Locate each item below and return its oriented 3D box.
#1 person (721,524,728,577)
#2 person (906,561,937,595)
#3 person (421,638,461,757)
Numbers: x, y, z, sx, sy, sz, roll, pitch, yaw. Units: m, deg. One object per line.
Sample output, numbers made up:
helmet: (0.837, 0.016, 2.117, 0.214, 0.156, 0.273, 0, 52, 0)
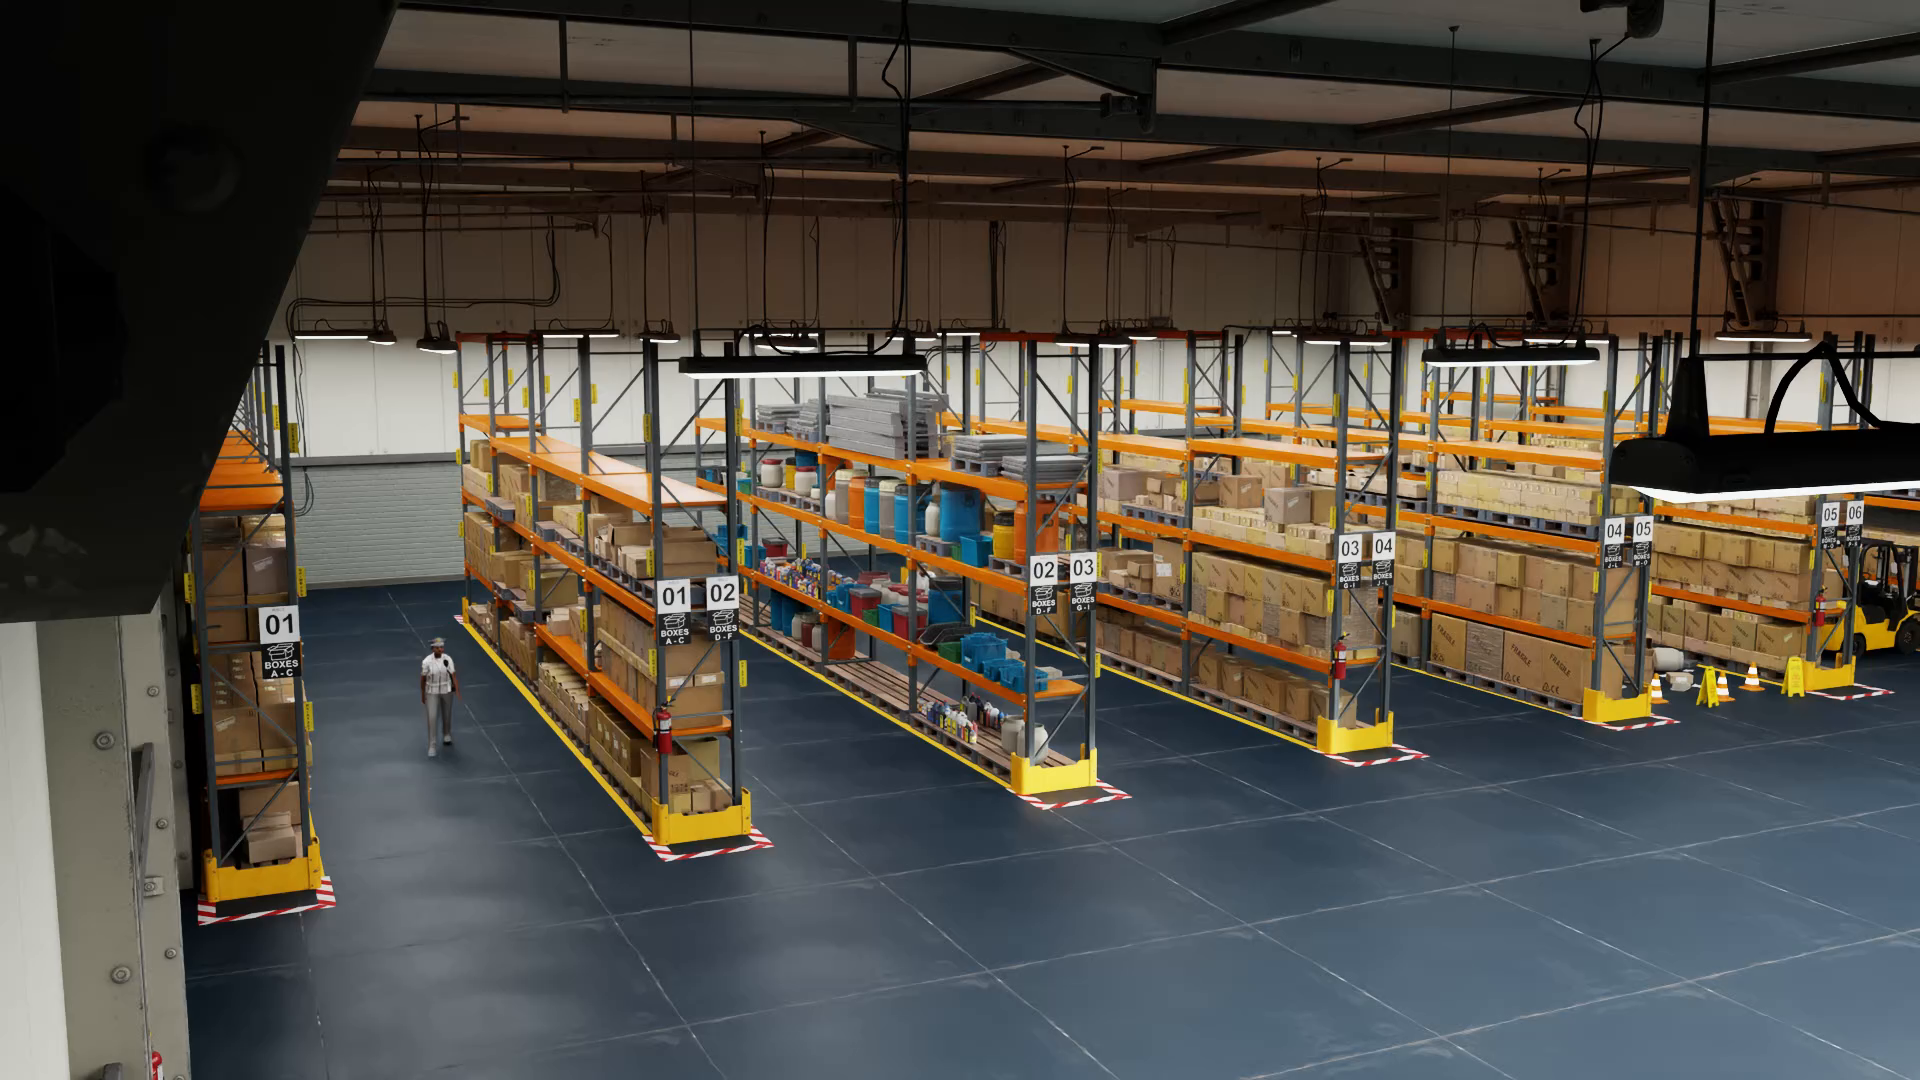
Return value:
person: (-5.257, 0.454, 37.906, 0.632, 1.711, 0.599, -1, 8, -7)
person: (-0.731, 1.176, 32.126, 0.697, 1.687, 0.729, -2, 8, -15)
person: (-7.581, 2.231, 24.283, 0.565, 1.652, 0.979, -2, 8, -15)
